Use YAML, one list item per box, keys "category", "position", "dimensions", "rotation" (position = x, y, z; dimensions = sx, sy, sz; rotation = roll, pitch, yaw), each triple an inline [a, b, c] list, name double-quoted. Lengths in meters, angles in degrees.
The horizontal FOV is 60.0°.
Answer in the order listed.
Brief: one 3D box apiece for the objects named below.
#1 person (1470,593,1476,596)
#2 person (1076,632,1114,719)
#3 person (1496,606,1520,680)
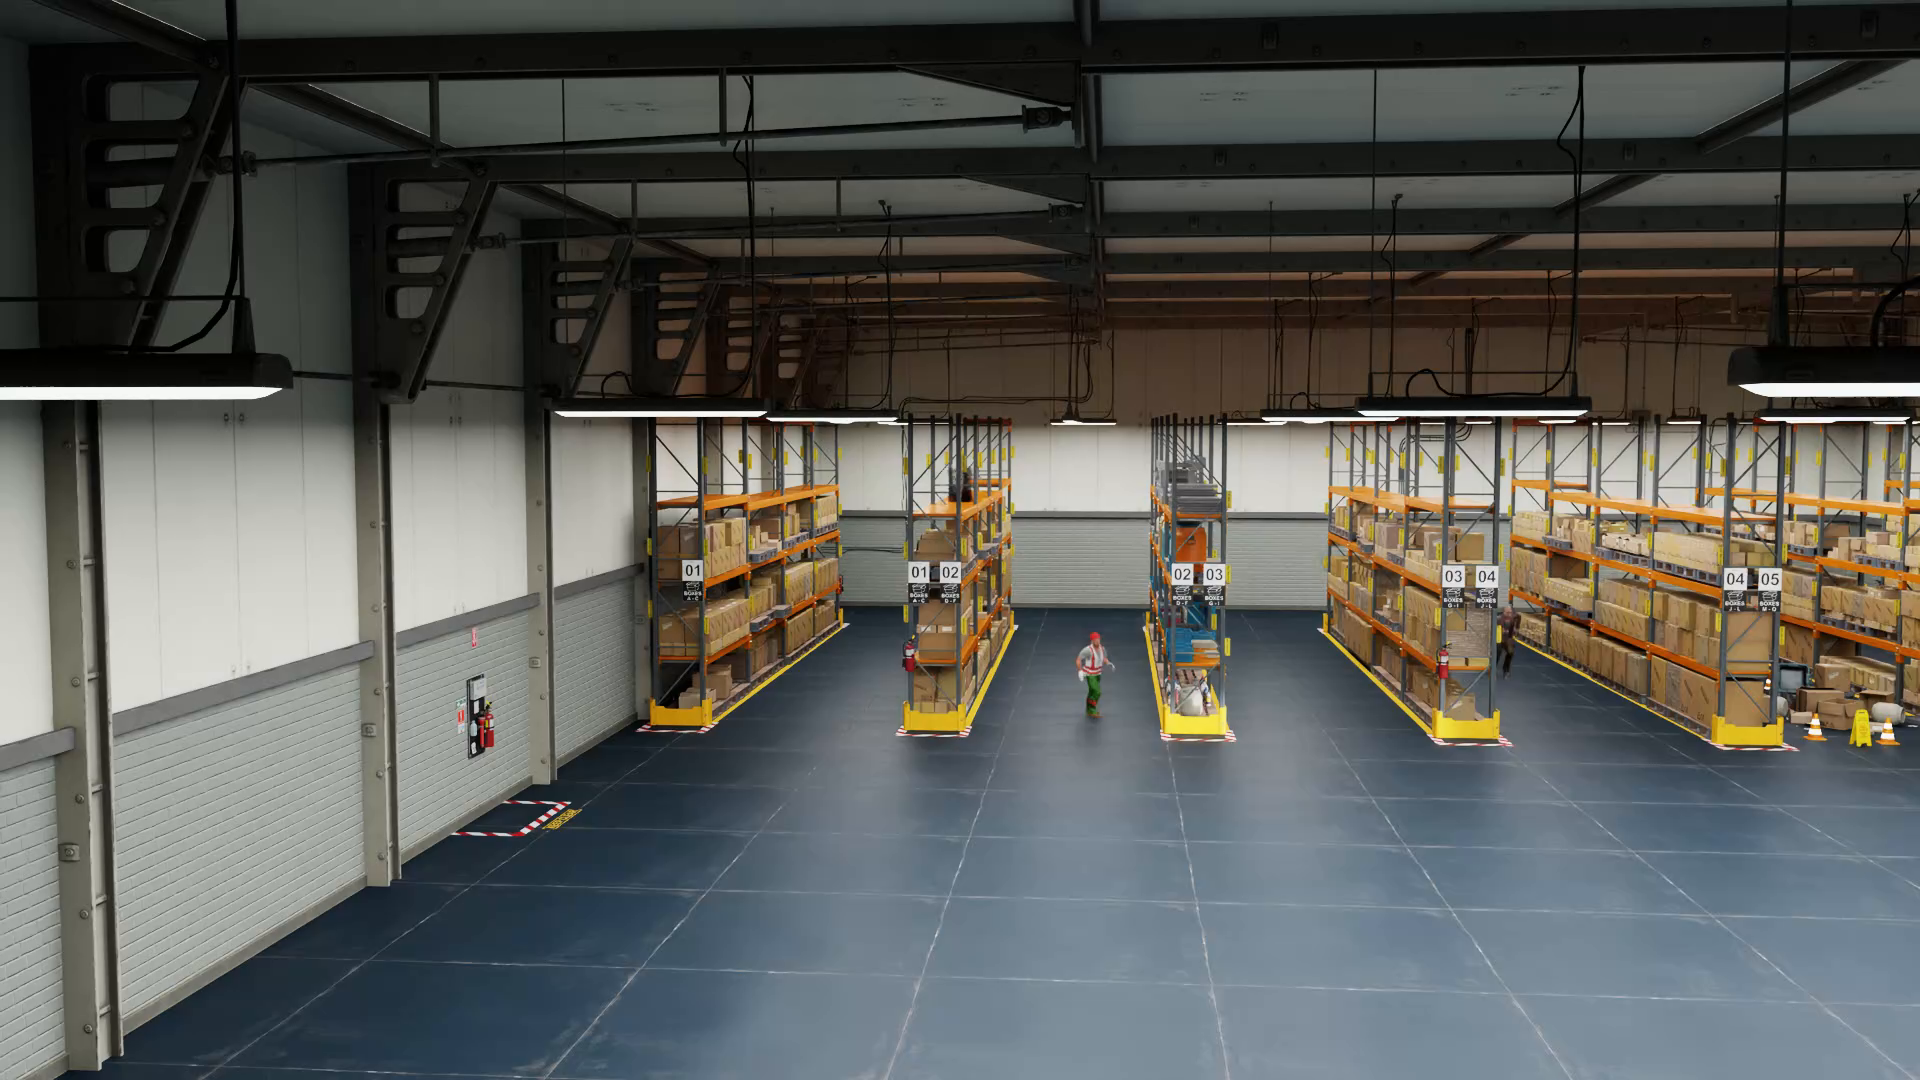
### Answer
- category: "person"
  position: [14.253, 1.835, 46.170]
  dimensions: [0.618, 1.629, 0.719]
  rotation: [1, 4, 21]
- category: "person"
  position: [2.680, 2.675, 32.902]
  dimensions: [0.800, 1.733, 0.672]
  rotation: [4, 5, 44]
- category: "person"
  position: [12.461, 2.350, 38.148]
  dimensions: [0.762, 1.731, 1.065]
  rotation: [0, 4, -4]
